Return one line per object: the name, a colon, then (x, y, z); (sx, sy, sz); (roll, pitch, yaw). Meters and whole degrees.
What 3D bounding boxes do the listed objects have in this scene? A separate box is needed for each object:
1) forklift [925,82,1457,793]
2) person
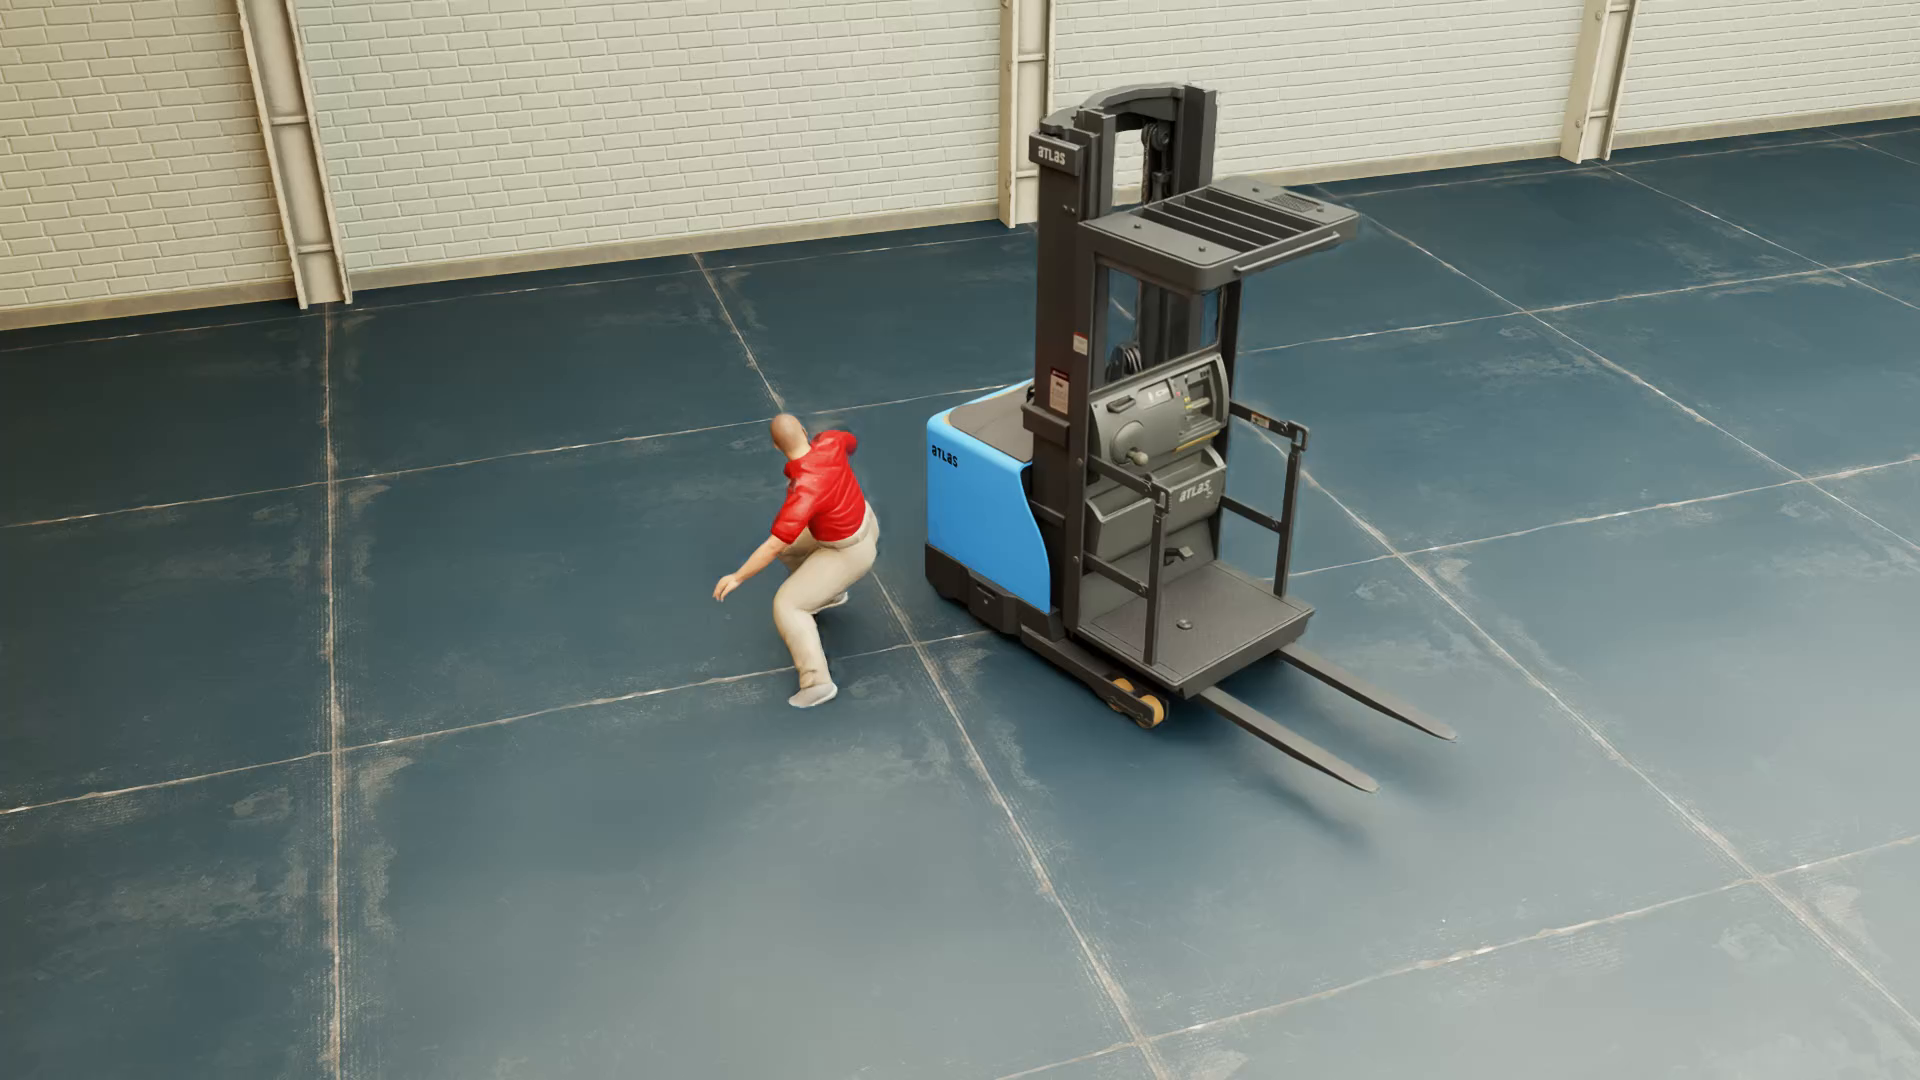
forklift: (1.142, -0.607, 8.142); (1.130, 2.935, 3.031); (-23, 37, -34)
person: (-0.821, 0.031, 8.572); (0.773, 1.523, 0.909); (4, 30, 6)
